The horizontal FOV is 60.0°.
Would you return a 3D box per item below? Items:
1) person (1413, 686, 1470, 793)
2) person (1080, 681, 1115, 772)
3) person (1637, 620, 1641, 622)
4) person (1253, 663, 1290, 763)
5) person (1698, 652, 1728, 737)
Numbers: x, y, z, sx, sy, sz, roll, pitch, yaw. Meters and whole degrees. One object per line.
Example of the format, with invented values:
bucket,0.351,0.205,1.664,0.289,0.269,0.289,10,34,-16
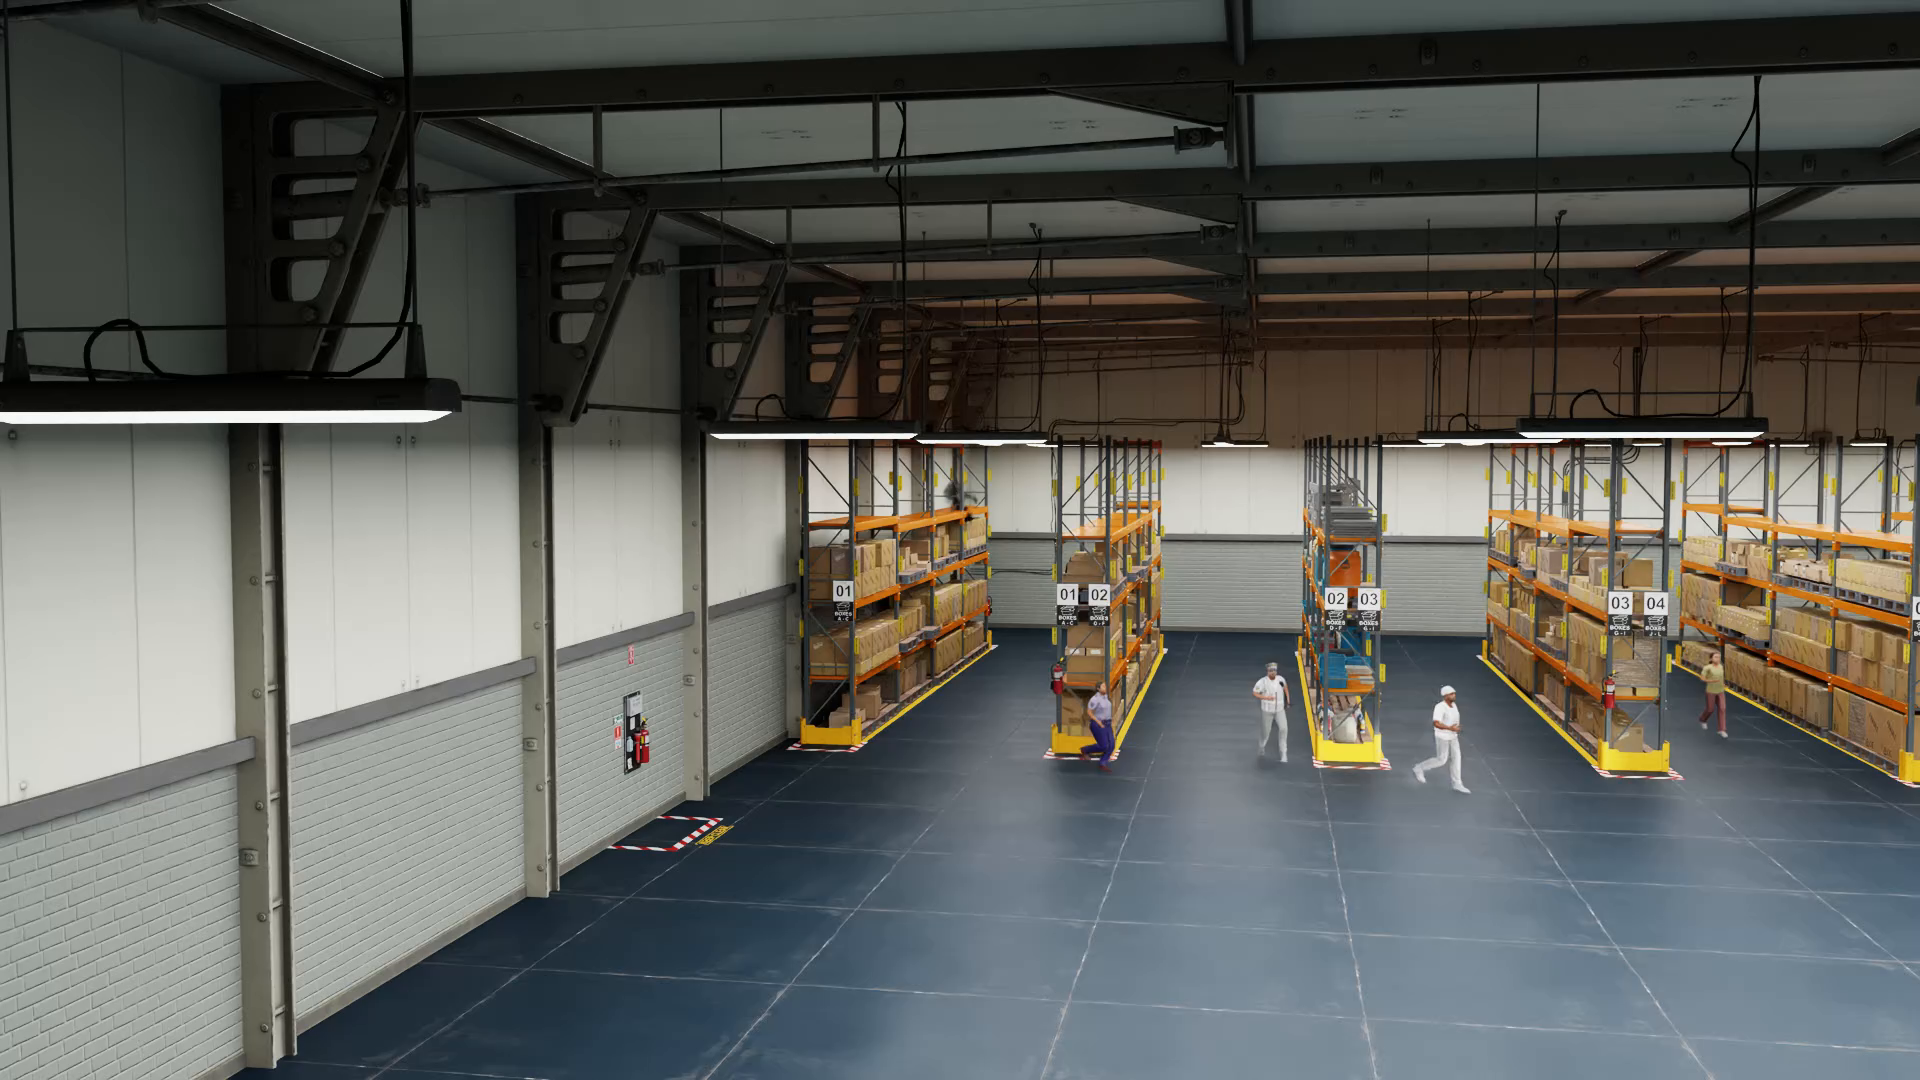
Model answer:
person,8.152,3.330,28.009,0.954,1.769,0.710,3,4,44
person,2.483,3.326,29.758,0.605,1.616,0.609,2,4,35
person,18.052,2.492,45.036,0.714,1.571,0.790,-2,4,-35
person,5.767,3.169,30.814,0.729,1.846,0.850,0,3,-7
person,15.112,3.060,33.301,0.577,1.659,0.955,0,3,-4
